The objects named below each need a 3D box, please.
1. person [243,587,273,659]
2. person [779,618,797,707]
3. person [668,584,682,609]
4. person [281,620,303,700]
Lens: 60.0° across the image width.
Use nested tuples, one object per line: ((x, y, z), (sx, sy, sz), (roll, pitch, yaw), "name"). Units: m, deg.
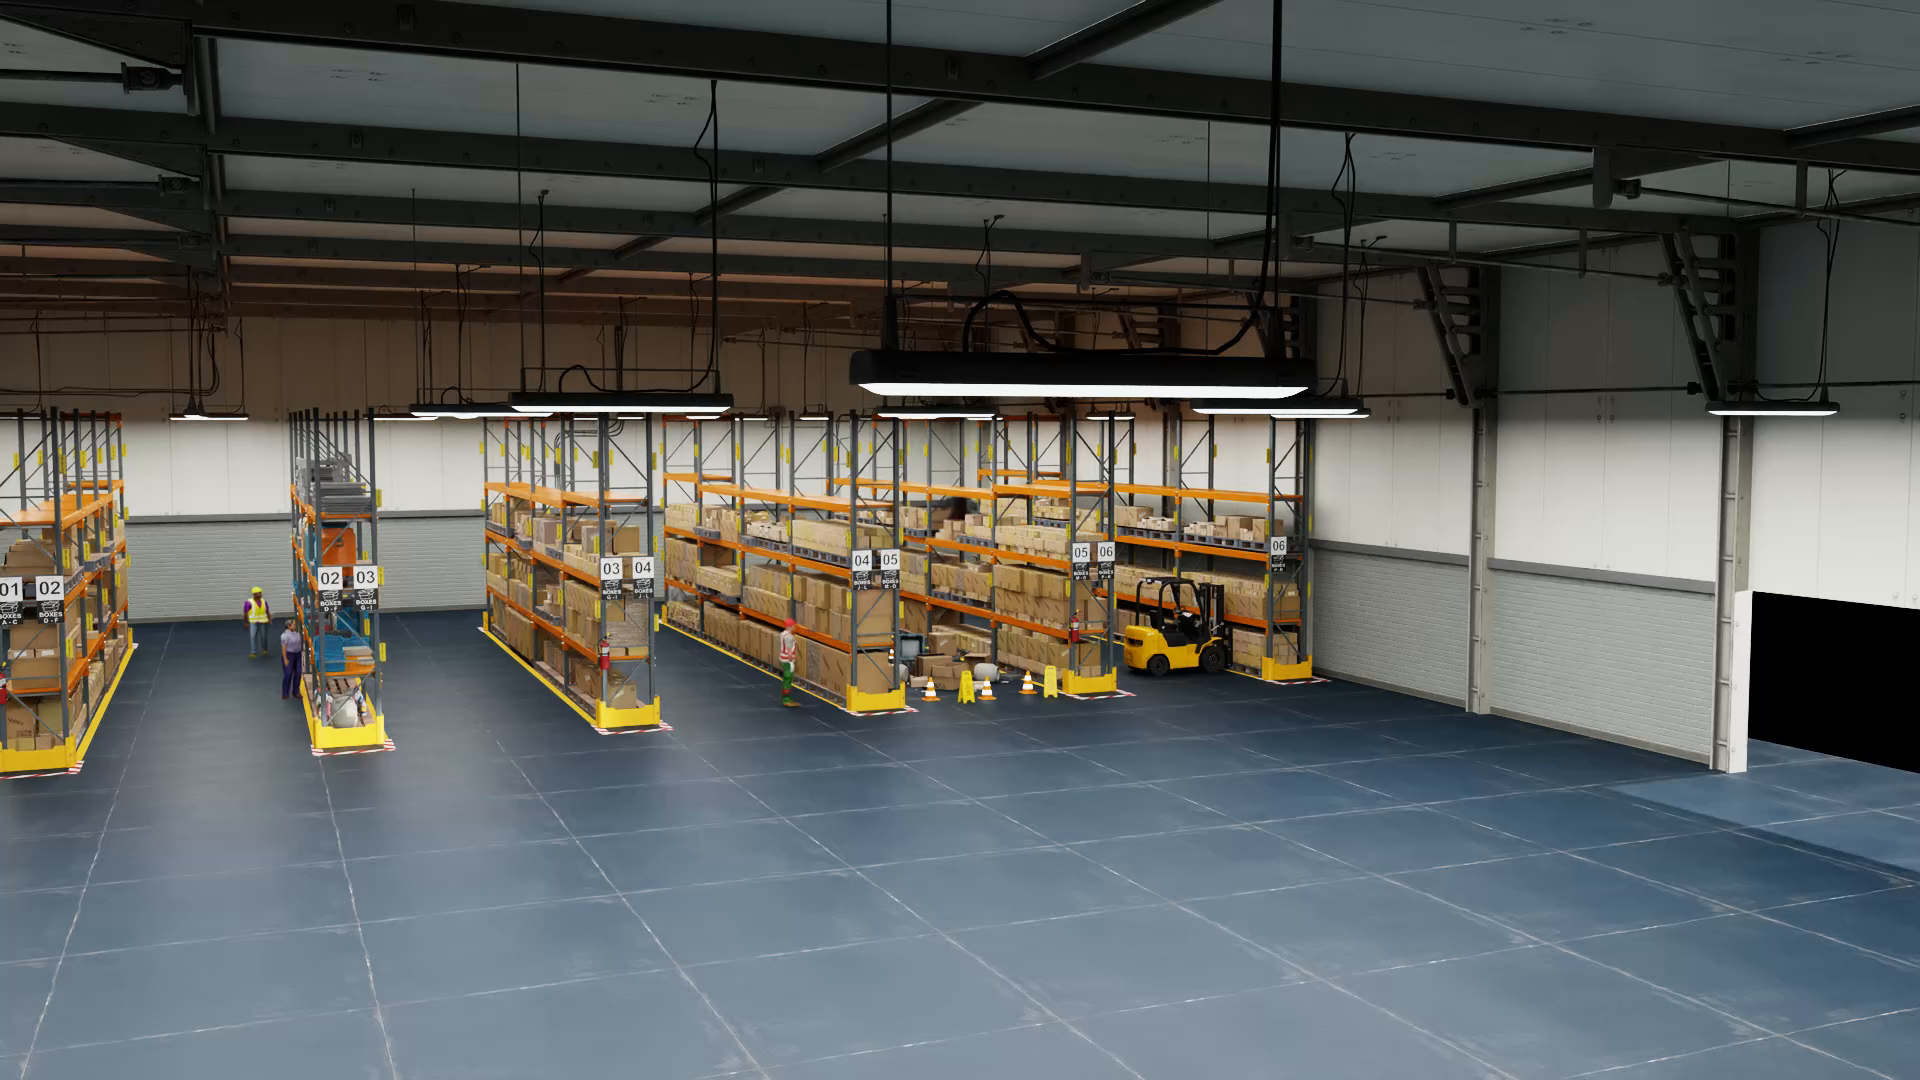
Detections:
((-17.097, 2.008, 40.495), (0.656, 1.713, 1.039), (-1, 4, -13), "person")
((-3.469, 2.467, 33.621), (0.354, 1.794, 0.579), (-1, 4, -13), "person")
((-8.750, 1.261, 51.182), (0.603, 1.798, 0.444), (0, 4, -2), "person")
((-13.931, 2.528, 34.687), (0.382, 1.699, 0.566), (2, 4, 24), "person")
